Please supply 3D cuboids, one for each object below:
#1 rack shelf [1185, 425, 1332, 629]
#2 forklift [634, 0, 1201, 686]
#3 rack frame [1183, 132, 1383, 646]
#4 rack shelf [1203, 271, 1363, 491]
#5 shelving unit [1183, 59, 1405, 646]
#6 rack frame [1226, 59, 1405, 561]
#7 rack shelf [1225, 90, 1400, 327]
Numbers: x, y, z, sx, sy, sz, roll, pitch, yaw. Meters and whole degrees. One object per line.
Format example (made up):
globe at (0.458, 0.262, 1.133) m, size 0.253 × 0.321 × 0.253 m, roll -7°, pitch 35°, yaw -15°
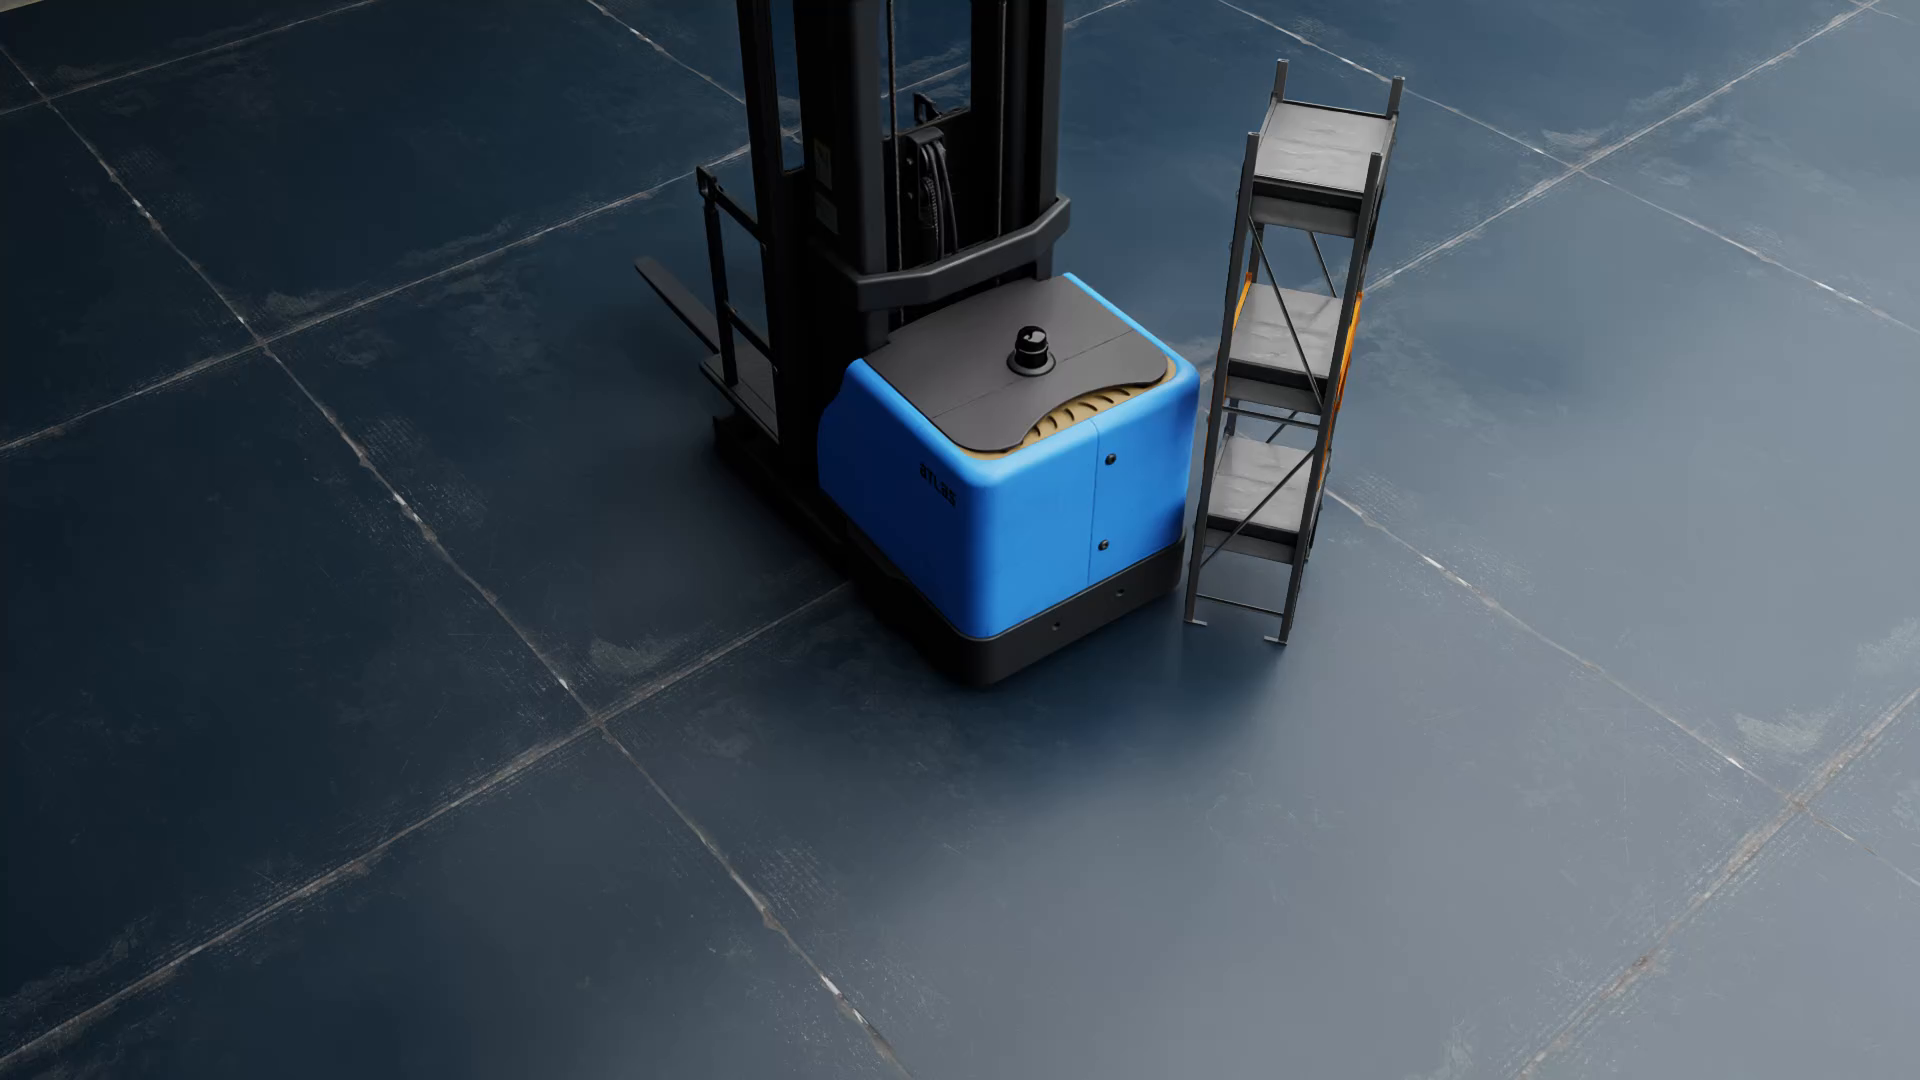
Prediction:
rack shelf at (1.131, -0.050, 6.312) m, size 0.431 × 0.518 × 0.480 m, roll 13°, pitch 45°, yaw 13°
forklift at (-0.393, -1.508, 6.215) m, size 1.130 × 2.935 × 3.031 m, roll -26°, pitch 49°, yaw -25°
rack frame at (1.054, -0.411, 5.654) m, size 0.400 × 2.100 × 0.015 m, roll 13°, pitch 45°, yaw 13°
rack shelf at (1.131, -0.560, 5.832) m, size 0.431 × 0.518 × 0.480 m, roll 13°, pitch 45°, yaw 13°
shelving unit at (1.131, -0.570, 5.823) m, size 0.431 × 2.100 × 0.503 m, roll 13°, pitch 45°, yaw 13°
rack frame at (1.207, -0.728, 5.992) m, size 0.400 × 2.100 × 0.015 m, roll 13°, pitch 45°, yaw 13°
rack shelf at (1.131, -1.070, 5.353) m, size 0.431 × 0.518 × 0.480 m, roll 13°, pitch 45°, yaw 13°
